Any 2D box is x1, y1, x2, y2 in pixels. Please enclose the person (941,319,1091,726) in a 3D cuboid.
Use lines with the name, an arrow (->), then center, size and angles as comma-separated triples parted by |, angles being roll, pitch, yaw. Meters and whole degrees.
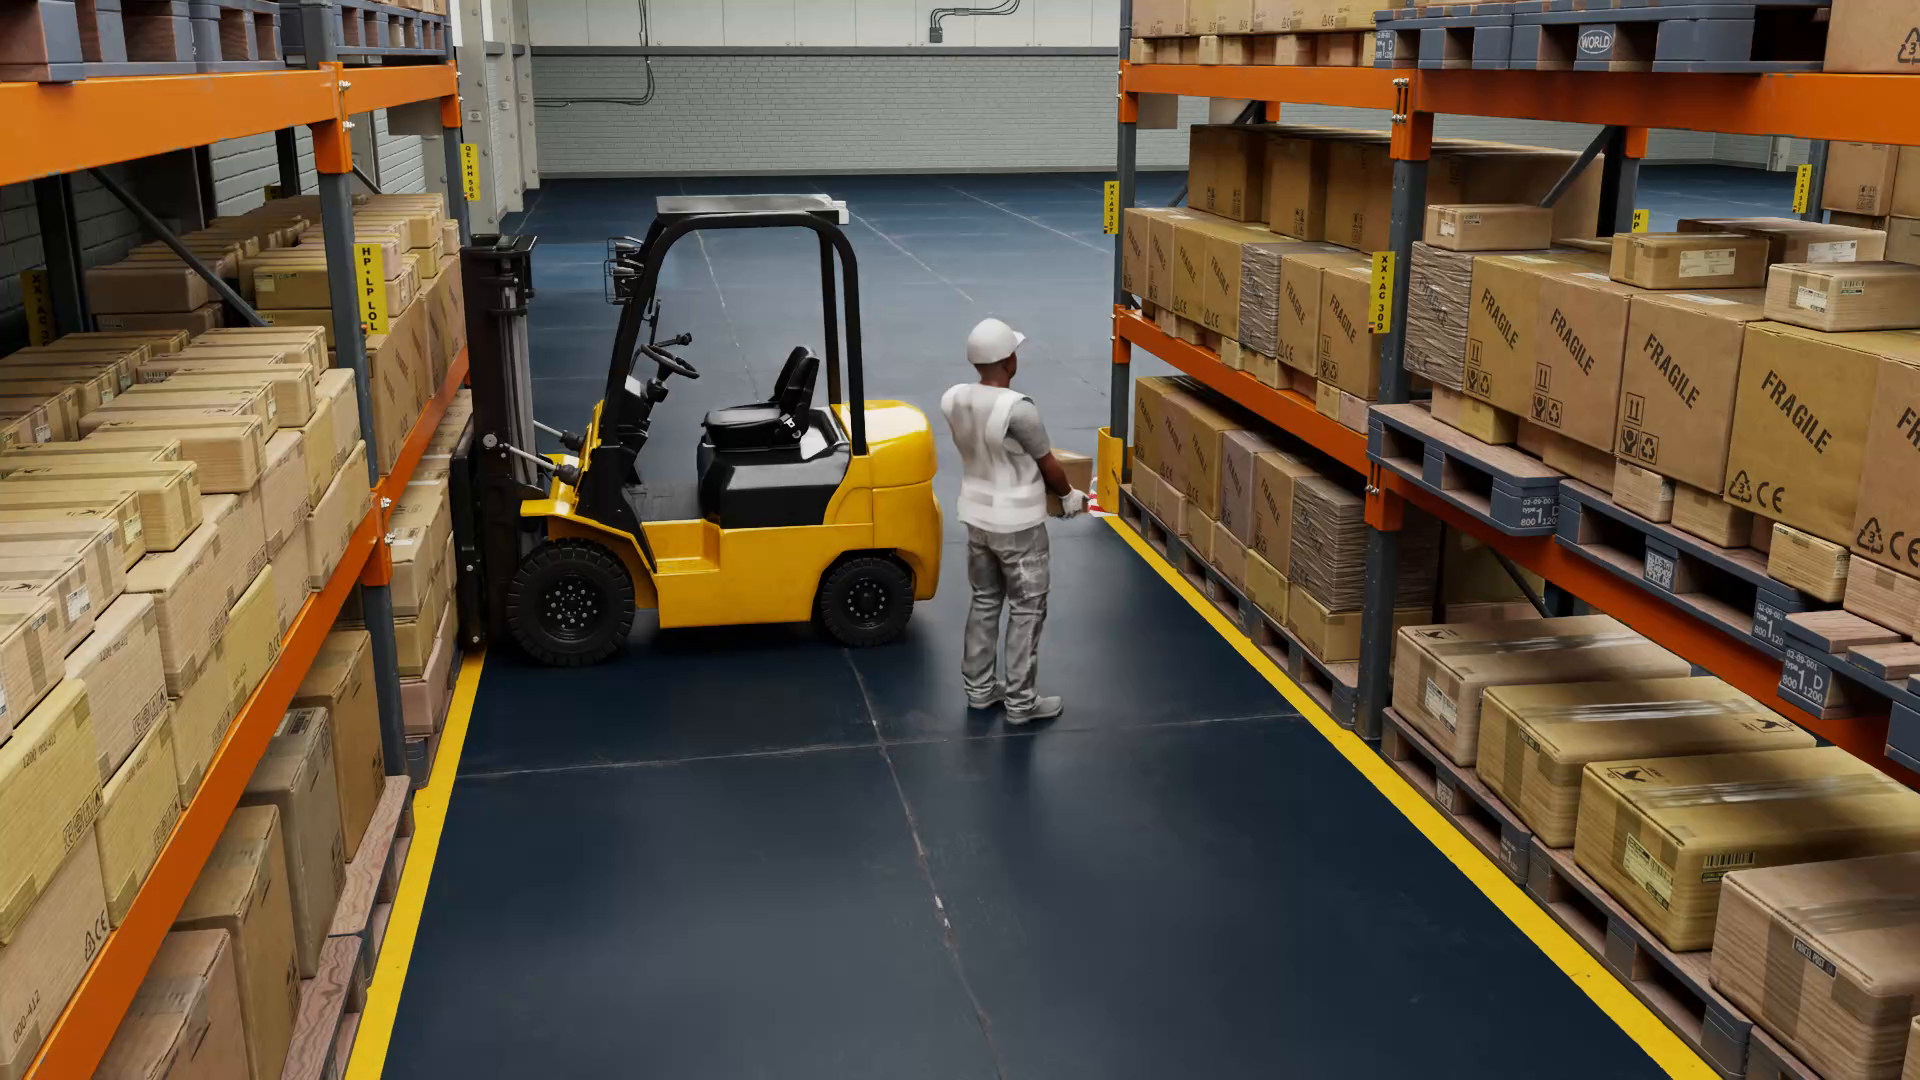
person -> 0.260, -0.100, 7.341 | 0.577, 1.785, 0.497 | -13, 21, -38
